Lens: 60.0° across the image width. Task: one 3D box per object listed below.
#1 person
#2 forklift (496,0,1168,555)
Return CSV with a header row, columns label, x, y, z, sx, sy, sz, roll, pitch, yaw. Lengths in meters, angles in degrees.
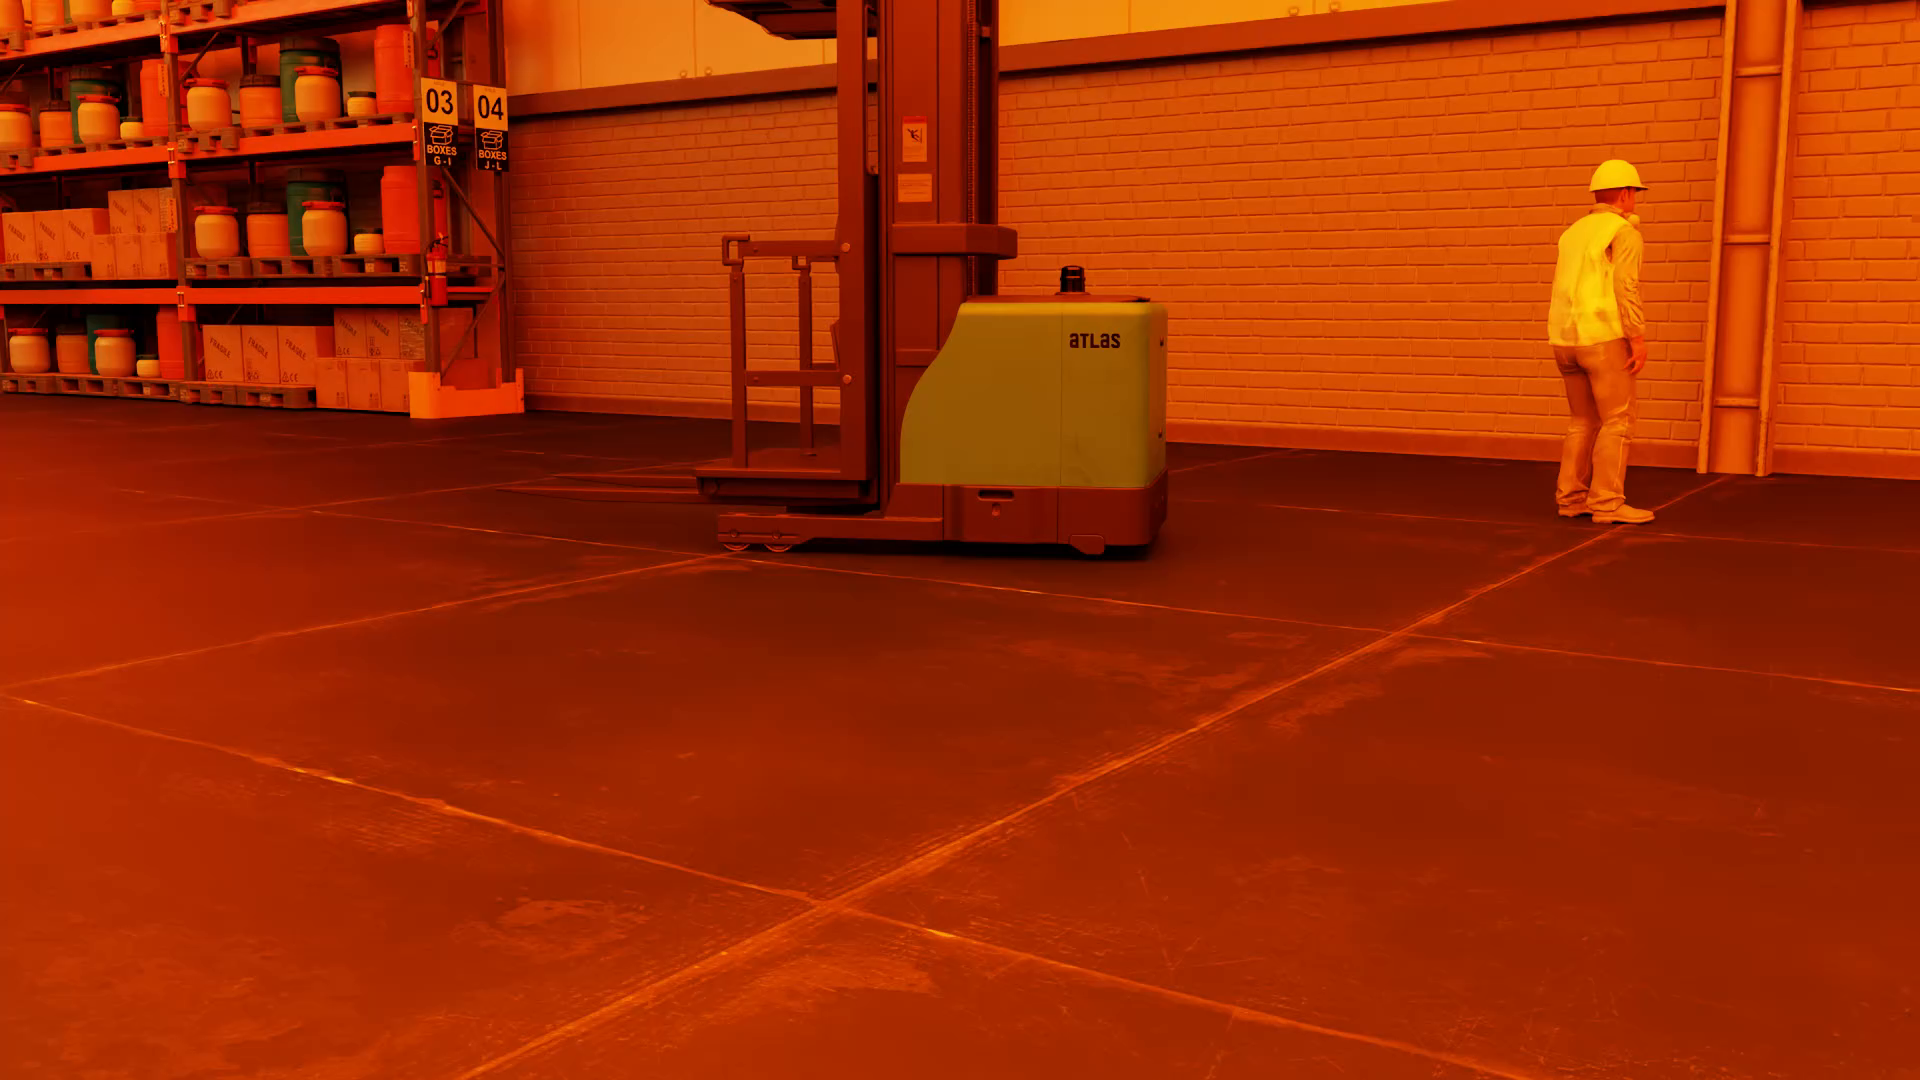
label,x,y,z,sx,sy,sz,roll,pitch,yaw
person,3.179,-0.987,8.262,0.465,1.771,0.592,-2,8,-16
forklift,-0.596,-1.469,7.520,3.031,2.935,1.130,2,8,12
